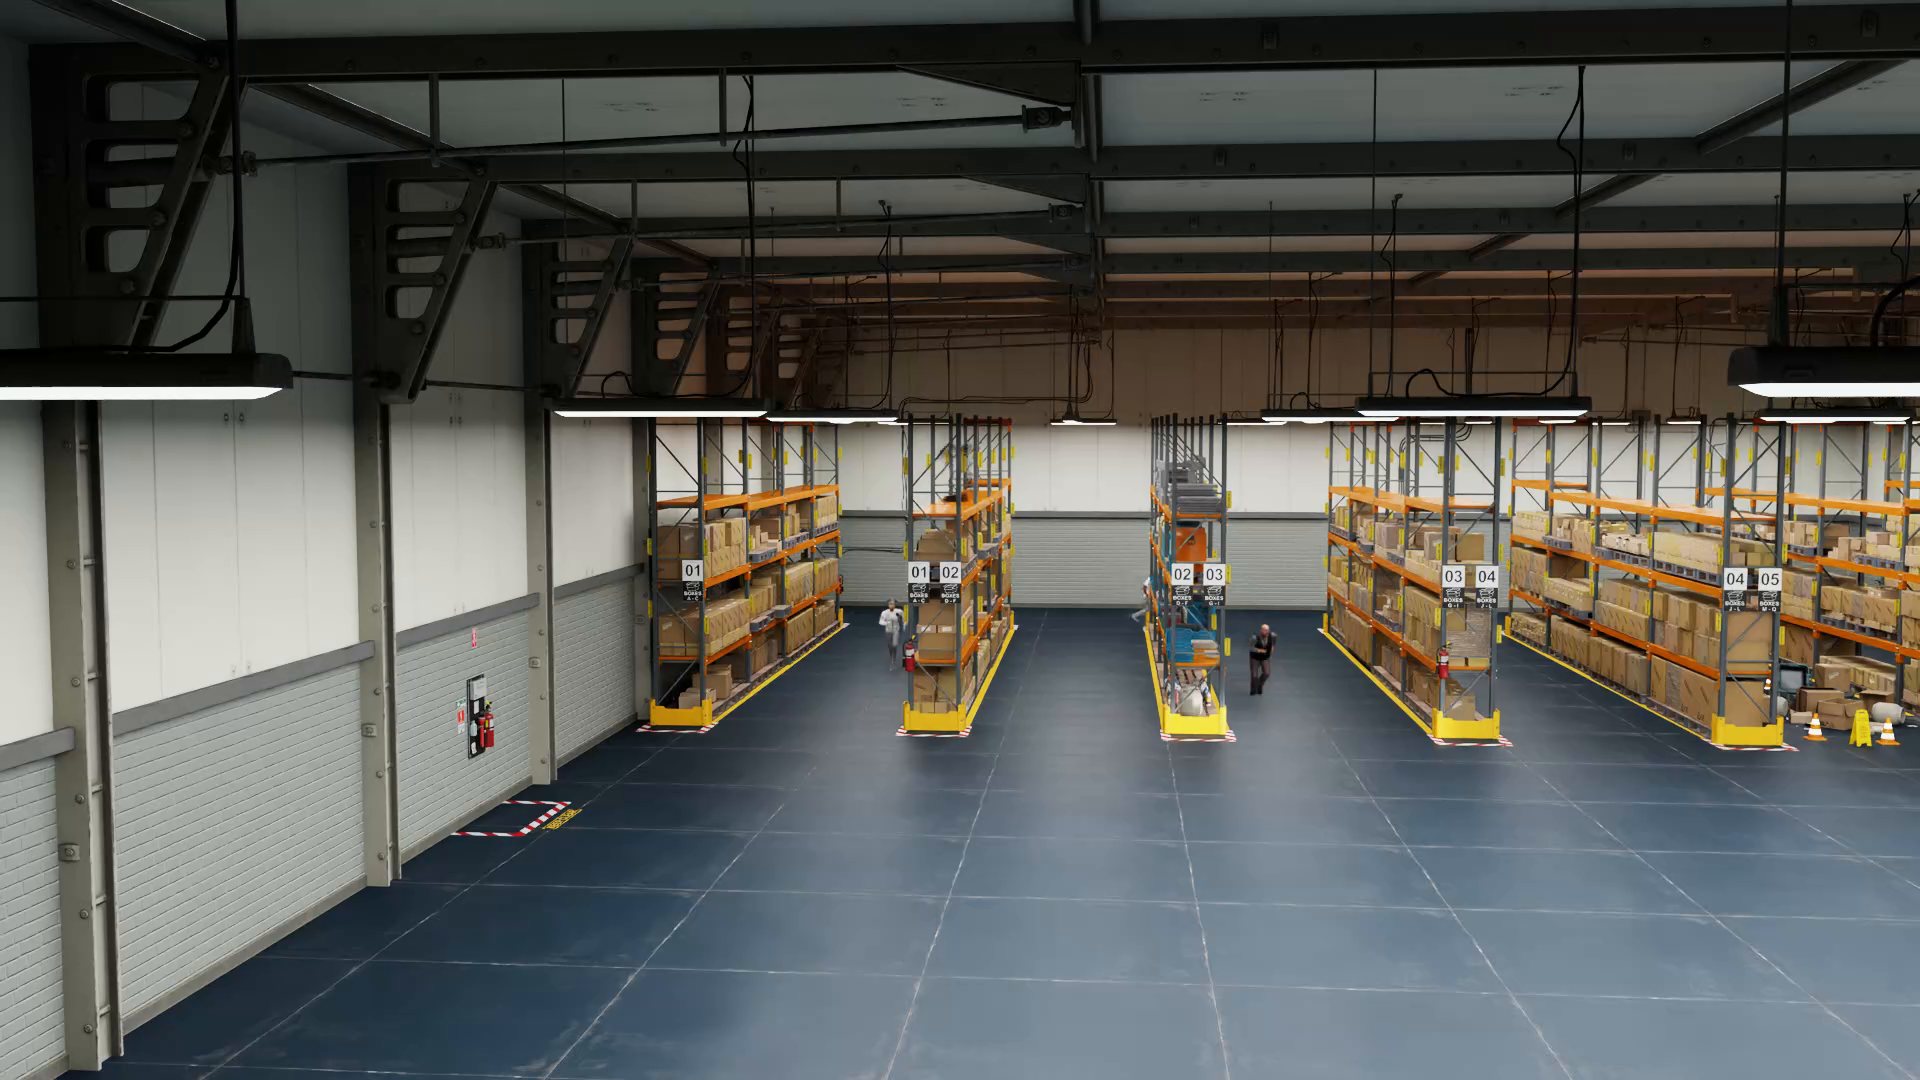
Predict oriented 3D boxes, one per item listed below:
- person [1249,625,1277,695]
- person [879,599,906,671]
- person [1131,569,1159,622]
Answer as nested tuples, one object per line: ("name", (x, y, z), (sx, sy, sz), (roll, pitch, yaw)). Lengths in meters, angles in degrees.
("person", (6.439, 2.545, 35.404), (0.690, 1.556, 0.928), (-1, 4, -10))
("person", (-1.599, 2.230, 39.530), (0.637, 1.727, 0.814), (0, 4, -1))
("person", (5.405, 1.657, 48.194), (0.912, 1.651, 0.725), (2, 4, 21))
